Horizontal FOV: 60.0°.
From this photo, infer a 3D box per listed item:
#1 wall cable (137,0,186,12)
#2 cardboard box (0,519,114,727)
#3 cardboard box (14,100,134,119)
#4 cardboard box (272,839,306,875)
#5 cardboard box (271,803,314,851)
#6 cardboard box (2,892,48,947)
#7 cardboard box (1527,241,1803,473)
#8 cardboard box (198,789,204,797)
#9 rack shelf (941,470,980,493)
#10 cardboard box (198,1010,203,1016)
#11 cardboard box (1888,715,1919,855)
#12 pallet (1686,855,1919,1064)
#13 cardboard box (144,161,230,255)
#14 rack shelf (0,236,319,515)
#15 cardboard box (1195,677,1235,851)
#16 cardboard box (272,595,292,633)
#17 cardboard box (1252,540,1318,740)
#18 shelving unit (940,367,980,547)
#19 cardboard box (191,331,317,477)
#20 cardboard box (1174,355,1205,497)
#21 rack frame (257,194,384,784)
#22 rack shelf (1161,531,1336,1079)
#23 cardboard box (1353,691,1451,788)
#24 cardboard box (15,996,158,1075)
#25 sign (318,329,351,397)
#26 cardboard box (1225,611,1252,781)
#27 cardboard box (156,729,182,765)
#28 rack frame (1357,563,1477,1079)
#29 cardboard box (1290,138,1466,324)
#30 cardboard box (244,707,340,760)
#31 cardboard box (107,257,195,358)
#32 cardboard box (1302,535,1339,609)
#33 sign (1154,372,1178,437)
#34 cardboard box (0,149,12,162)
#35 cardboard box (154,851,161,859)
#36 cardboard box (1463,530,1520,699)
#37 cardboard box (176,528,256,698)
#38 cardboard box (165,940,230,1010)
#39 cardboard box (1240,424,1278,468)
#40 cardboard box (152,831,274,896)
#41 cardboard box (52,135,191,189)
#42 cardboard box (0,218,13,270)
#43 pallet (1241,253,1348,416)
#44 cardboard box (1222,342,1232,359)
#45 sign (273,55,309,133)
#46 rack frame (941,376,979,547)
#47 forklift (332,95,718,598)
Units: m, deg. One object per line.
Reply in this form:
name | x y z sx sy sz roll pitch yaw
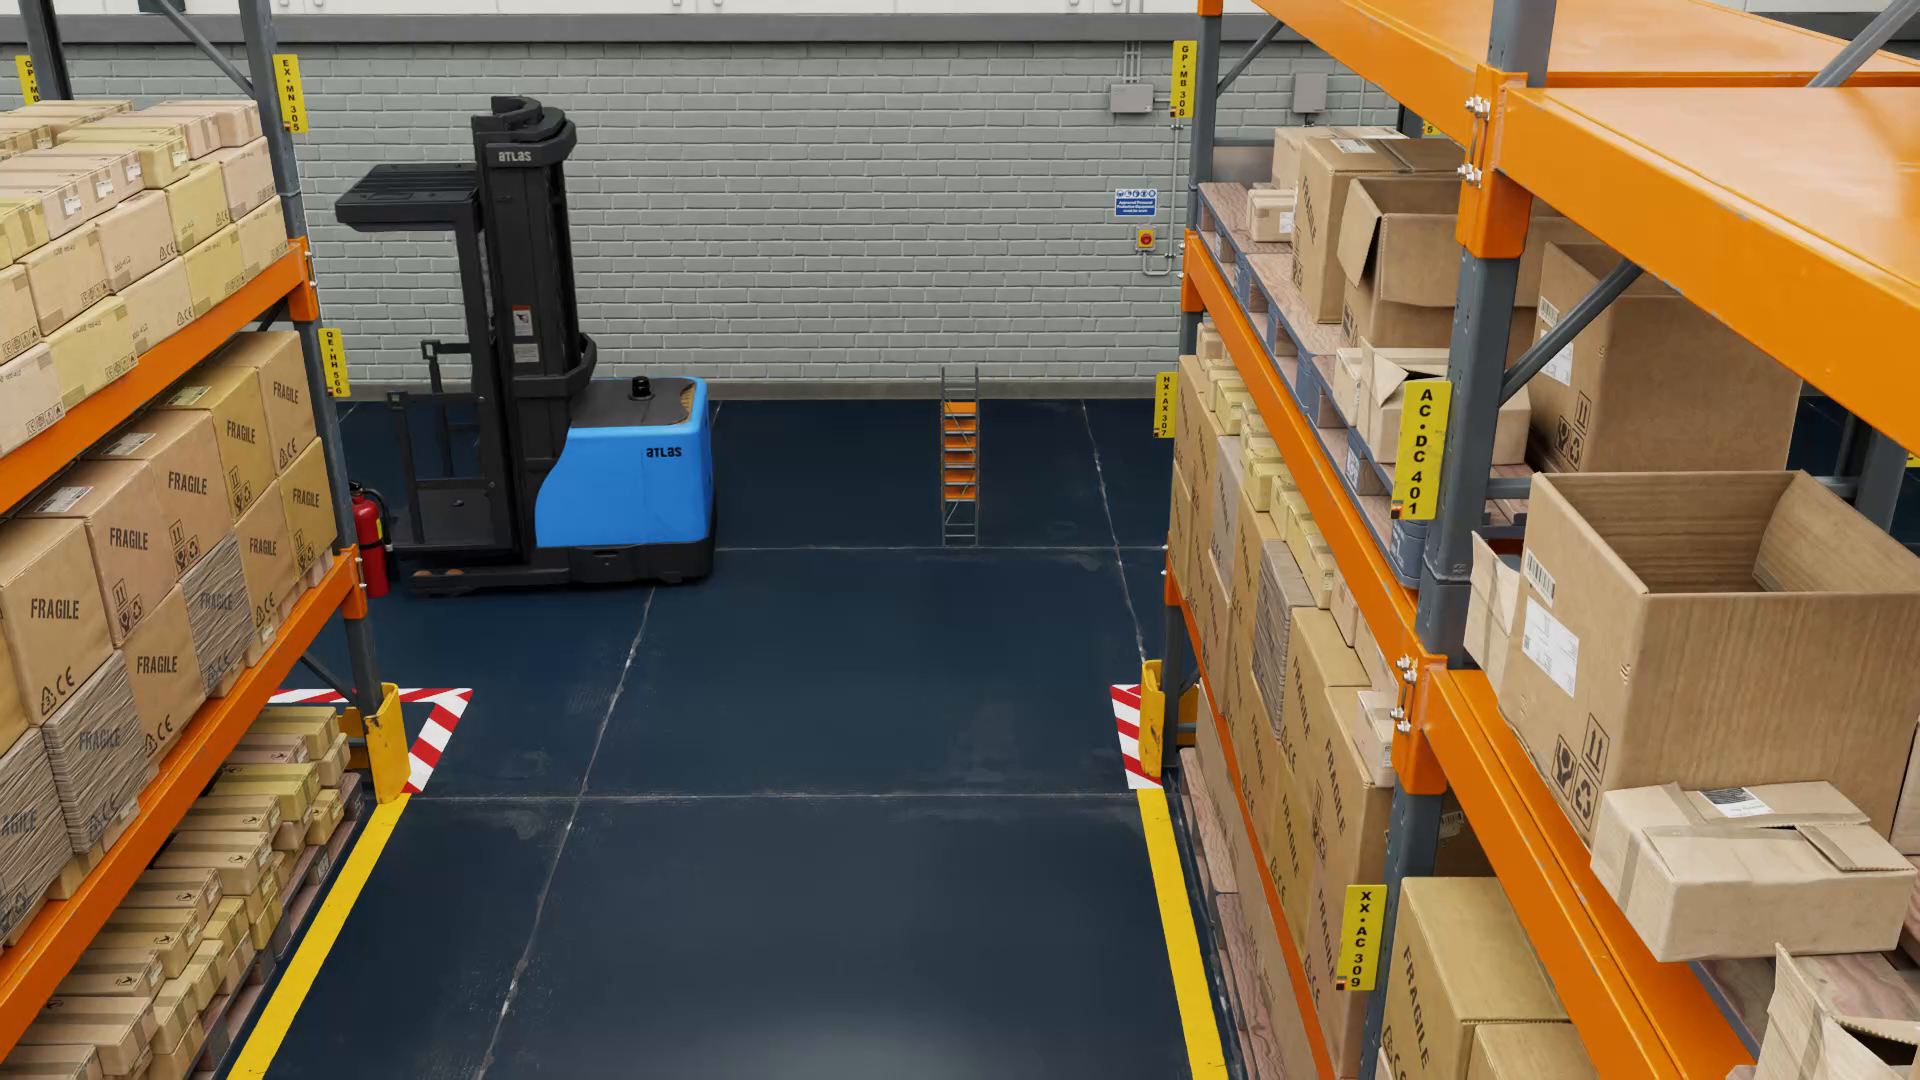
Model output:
wall cable | -4.995 -6.709 11.259 2.277 5.999 0.120 0 24 -1
cardboard box | -3.132 0.259 5.342 0.500 0.500 0.500 0 24 0
cardboard box | -3.643 -1.718 6.860 0.380 0.149 0.250 0 24 -1
cardboard box | -3.184 1.394 7.478 0.380 0.149 0.250 0 24 -1
cardboard box | -3.121 1.258 7.418 0.380 0.149 0.250 -1 24 -3
cardboard box | -3.181 1.172 5.323 0.380 0.149 0.250 -1 24 -3
cardboard box | 1.777 -0.453 4.219 0.500 0.500 0.500 0 24 0
cardboard box | -3.724 1.158 7.639 0.380 0.149 0.250 0 24 -1
rack shelf | 0.000 -0.391 11.057 0.258 0.103 0.180 0 24 -1
cardboard box | -3.192 1.817 6.541 0.380 0.149 0.250 0 24 1
cardboard box | 1.793 0.285 2.939 0.500 0.311 0.500 0 24 -1
pallet | 1.632 0.538 3.013 0.805 0.209 1.217 -1 24 -3
cardboard box | -3.153 -1.271 6.356 0.500 0.250 0.500 -1 24 -2
rack shelf | -3.397 -0.359 5.638 1.077 0.370 4.000 0 24 -1
cardboard box | 1.637 1.039 7.912 0.875 0.438 0.875 -1 24 -2
cardboard box | -3.150 0.309 7.232 0.380 0.149 0.250 0 24 -1
cardboard box | 1.280 0.327 5.553 0.500 0.500 0.500 0 24 0
shelving unit | 0.000 -0.541 10.990 0.258 1.200 0.189 0 24 -1
cardboard box | -3.165 -0.594 7.227 0.500 0.500 0.500 -1 24 -2
cardboard box | 1.250 -0.511 7.404 0.500 0.500 0.500 -1 24 -2
rack frame | -3.419 -0.145 7.930 1.000 3.000 0.127 0 24 -1
rack shelf | 1.551 0.943 6.397 1.077 0.370 4.000 0 24 -1
cardboard box | 1.252 0.518 4.344 0.380 0.149 0.250 -1 24 -2
cardboard box | -3.115 1.767 5.931 0.380 0.149 0.250 0 24 1
sign | -2.864 -0.810 7.613 0.100 0.325 0.005 0 24 -1
cardboard box | 1.291 0.569 6.230 0.500 0.500 0.500 1 24 1
cardboard box | -3.188 0.743 6.271 0.380 0.149 0.250 0 24 0
rack frame | 1.573 1.440 4.427 1.000 3.000 0.127 0 24 -1
cardboard box | 1.402 -1.026 5.487 0.500 0.500 0.500 0 24 0
cardboard box | -3.160 0.909 7.828 0.380 0.149 0.250 0 24 0
cardboard box | -3.145 -0.842 6.014 0.500 0.250 0.500 1 24 2
cardboard box | 1.305 0.098 5.270 0.380 0.149 0.250 0 24 -1
sign | 0.975 -0.639 7.876 0.100 0.325 0.005 0 24 -1
cardboard box | -3.618 -1.295 5.924 0.380 0.149 0.250 0 24 1
cardboard box | -3.639 1.390 7.486 0.380 0.149 0.250 0 24 0
cardboard box | 1.229 0.151 3.290 0.396 0.266 0.258 0 24 -1
cardboard box | -3.141 0.279 6.510 0.500 0.500 0.500 0 24 0
cardboard box | -3.087 1.690 6.462 0.380 0.149 0.250 0 24 0
cardboard box | 1.256 -0.323 6.202 0.380 0.149 0.250 0 24 0
cardboard box | -3.087 1.336 6.883 0.380 0.149 0.250 1 24 1
cardboard box | -3.102 -1.401 6.158 0.380 0.149 0.250 0 24 0
cardboard box | -3.103 -0.867 4.978 0.380 0.149 0.250 1 24 2
pallet | 1.564 -0.725 5.681 1.003 0.211 1.213 0 24 -1
cardboard box | 1.331 -0.750 7.146 0.380 0.149 0.250 0 24 1
sign | -2.864 -1.909 7.116 0.100 0.325 0.005 0 24 -1
rack frame | 0.001 -0.503 10.906 0.240 1.200 0.006 0 24 -1
forklift | -3.139 -1.202 10.350 3.031 2.935 1.130 -2 24 -5
